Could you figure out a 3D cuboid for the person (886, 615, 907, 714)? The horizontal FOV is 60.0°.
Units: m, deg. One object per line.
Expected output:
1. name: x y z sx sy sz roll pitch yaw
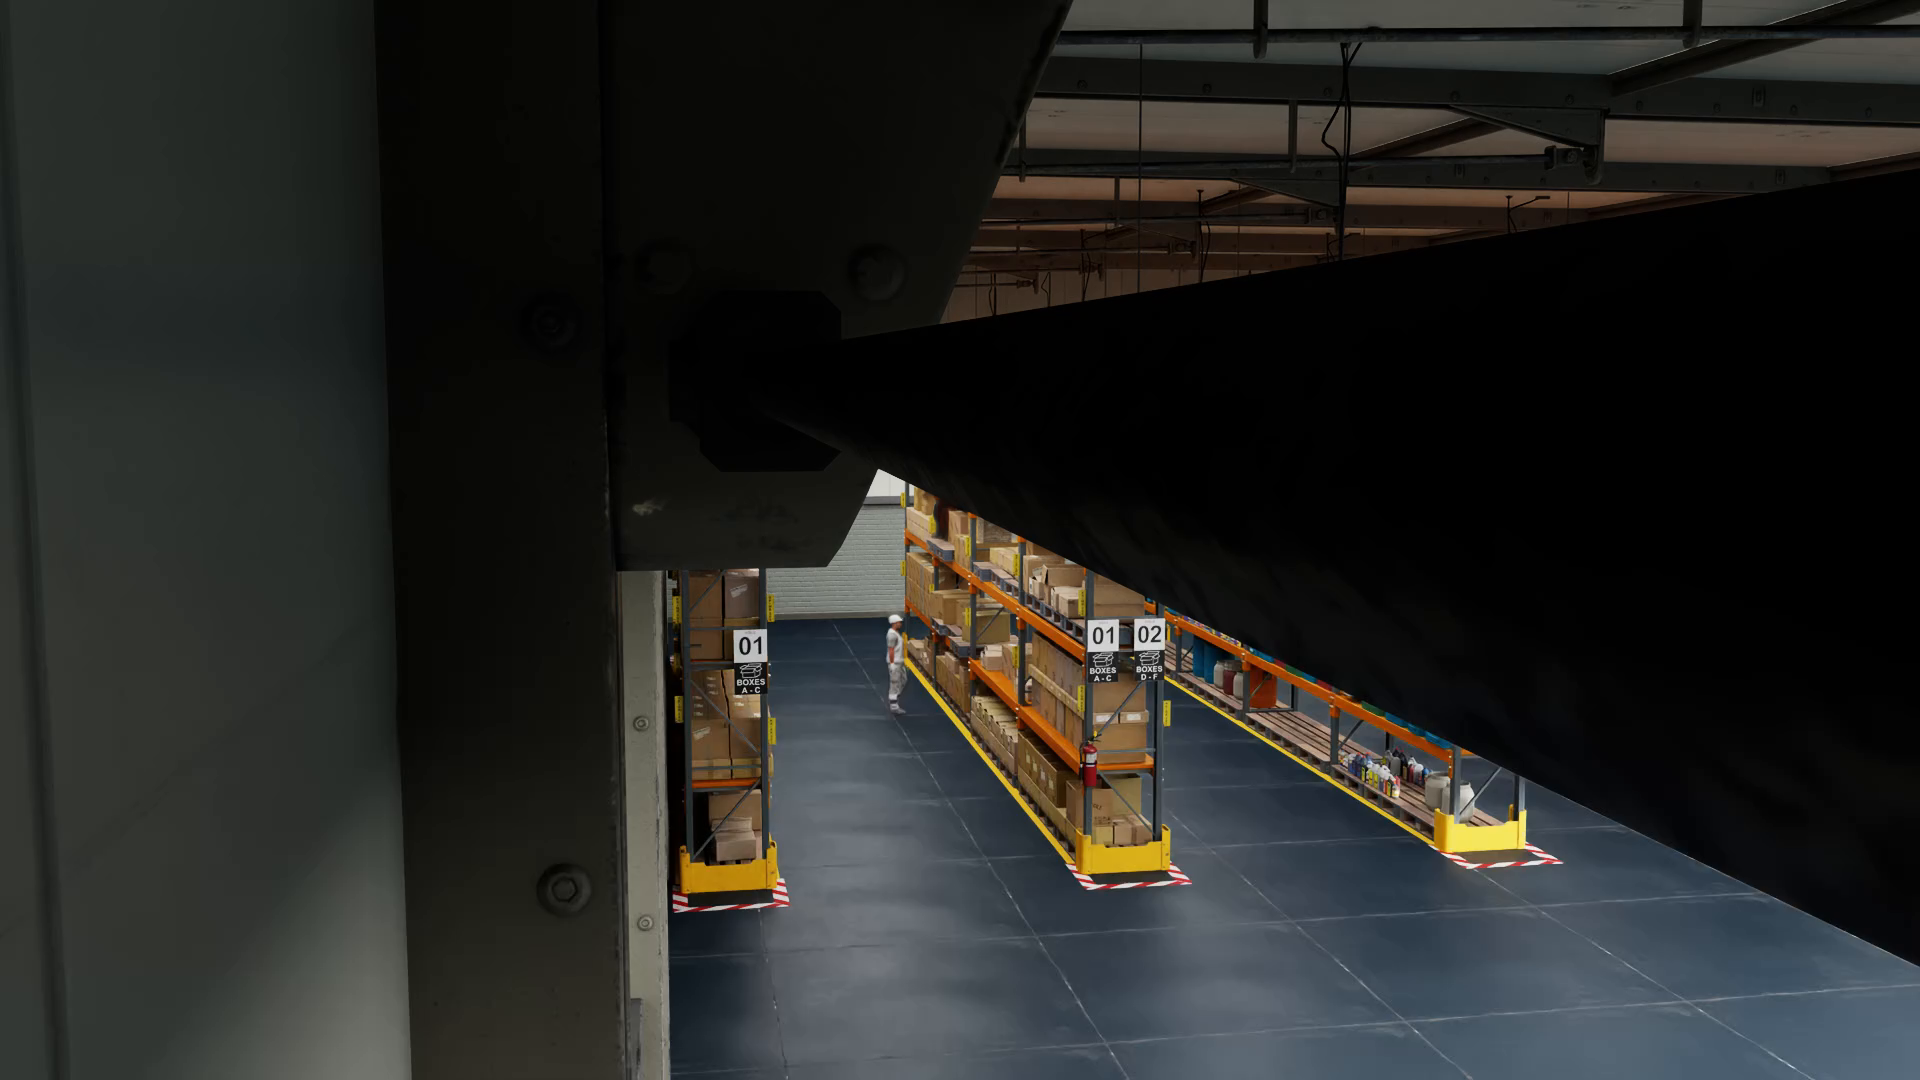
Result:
1. person: -1.153 2.264 30.329 0.379 1.810 0.611 1 6 6
